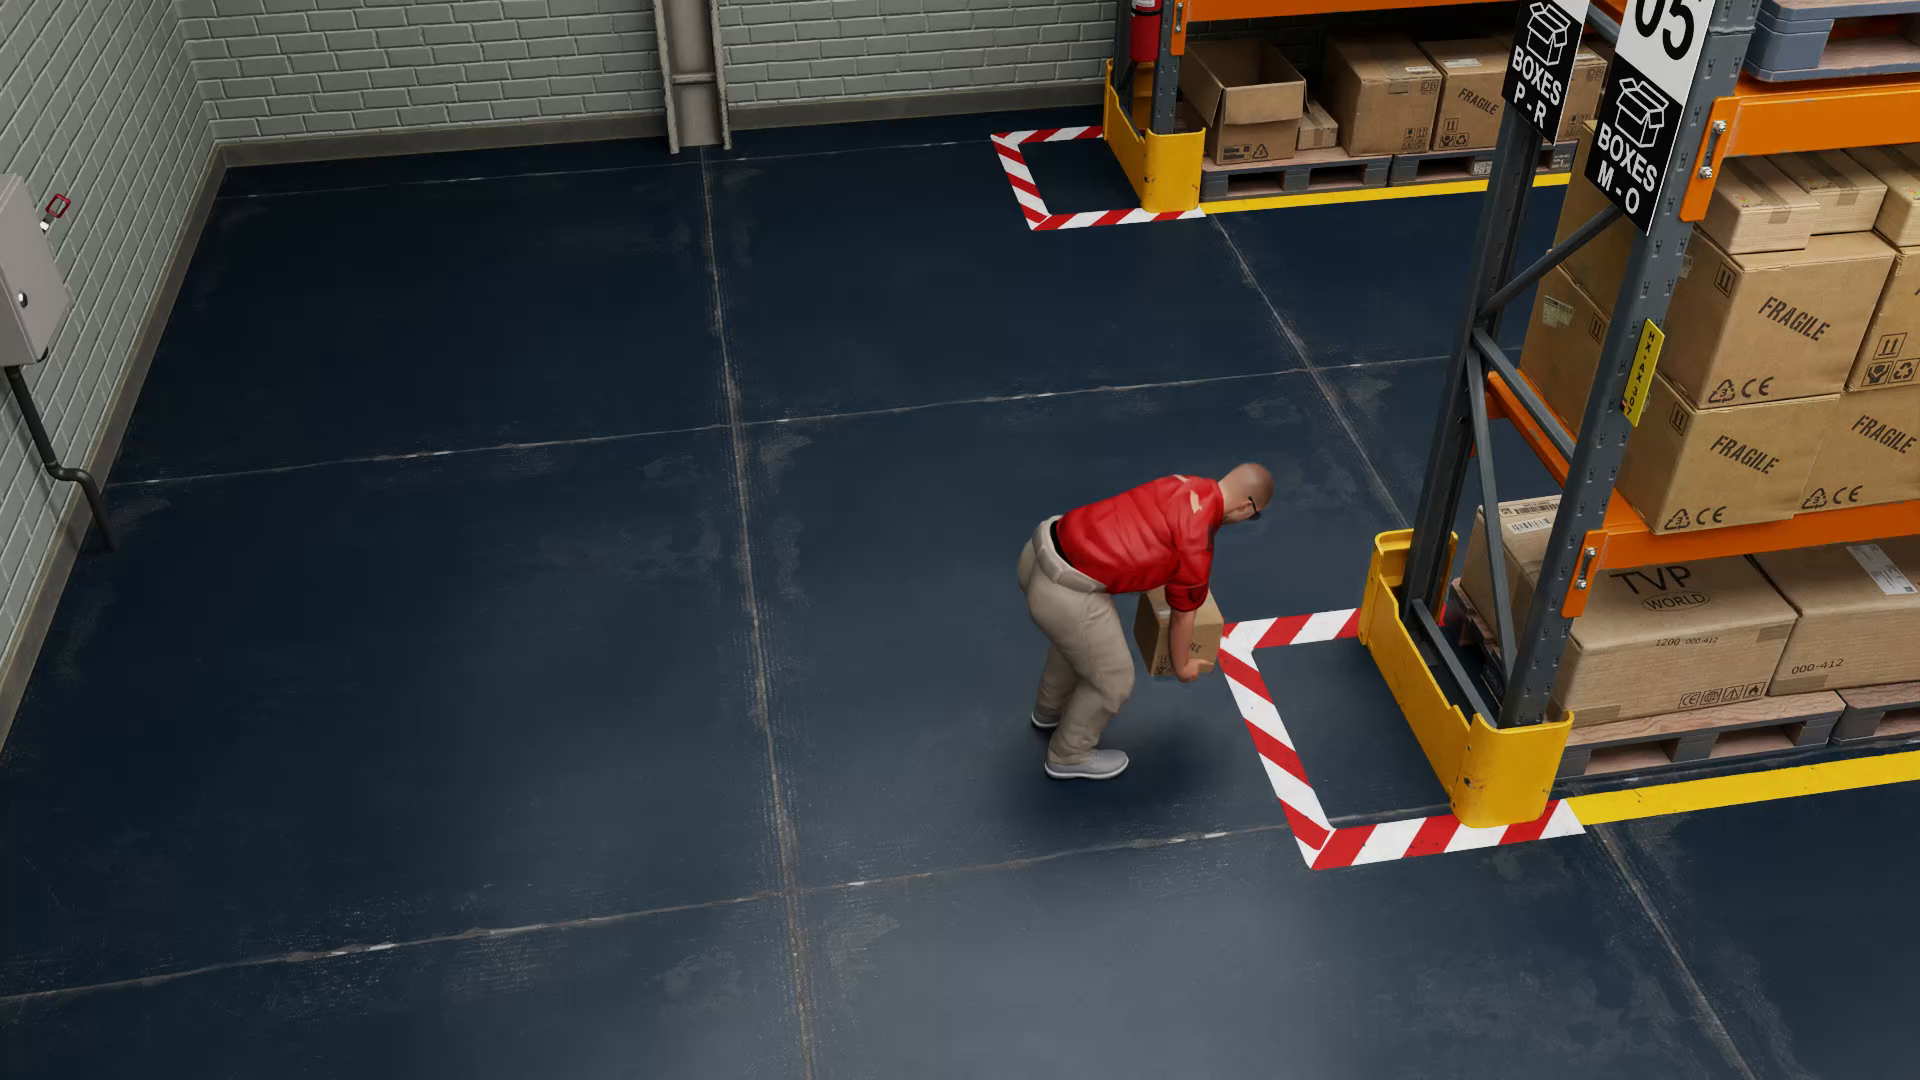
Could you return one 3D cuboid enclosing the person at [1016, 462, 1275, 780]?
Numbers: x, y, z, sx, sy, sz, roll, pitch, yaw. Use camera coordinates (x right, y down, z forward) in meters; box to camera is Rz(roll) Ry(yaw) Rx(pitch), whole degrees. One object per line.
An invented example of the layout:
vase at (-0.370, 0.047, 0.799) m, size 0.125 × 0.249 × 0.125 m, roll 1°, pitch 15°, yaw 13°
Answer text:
person at (0.714, 0.282, 6.201) m, size 0.845 × 1.250 × 0.483 m, roll -7°, pitch 39°, yaw -9°
